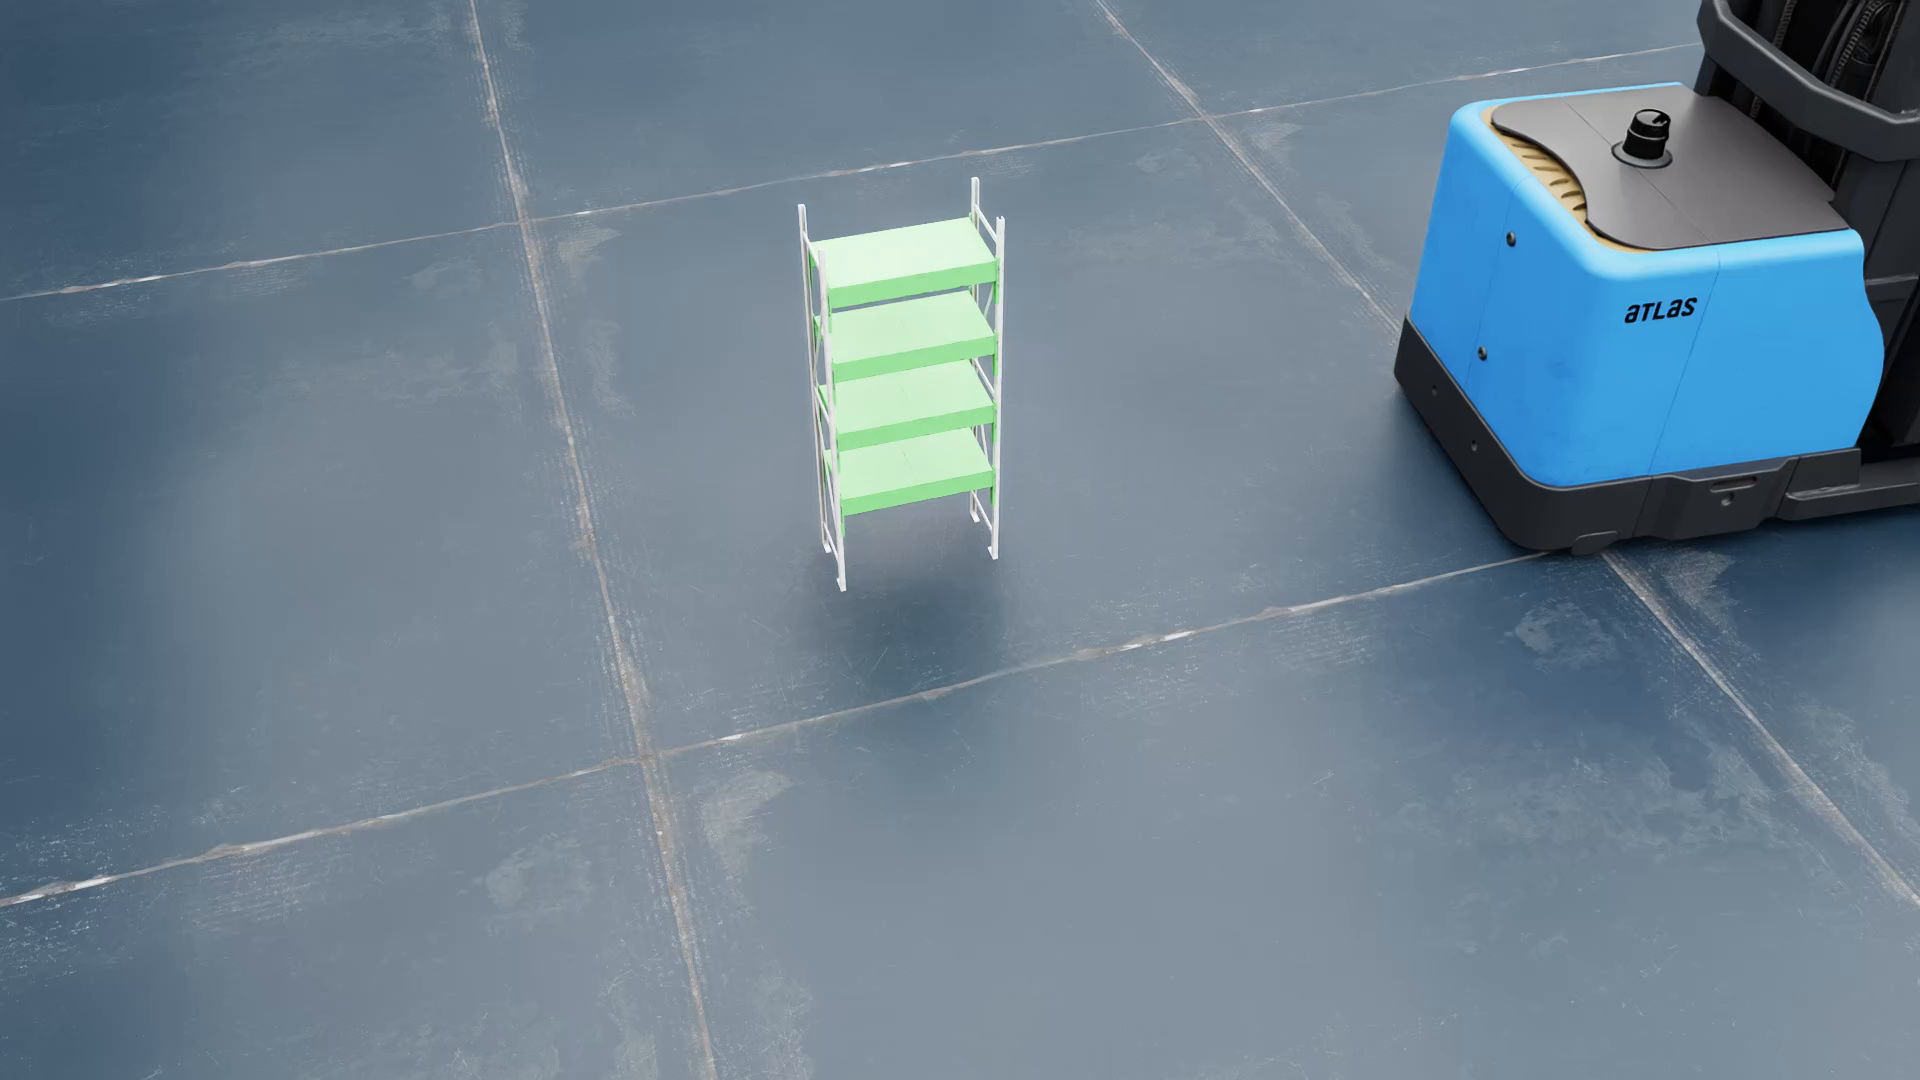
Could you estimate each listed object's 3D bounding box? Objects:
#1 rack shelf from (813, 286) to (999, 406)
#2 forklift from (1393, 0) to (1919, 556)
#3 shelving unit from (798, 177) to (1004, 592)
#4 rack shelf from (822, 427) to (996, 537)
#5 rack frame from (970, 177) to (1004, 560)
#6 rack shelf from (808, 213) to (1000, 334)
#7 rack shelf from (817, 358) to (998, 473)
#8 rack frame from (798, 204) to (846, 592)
[{"bbox_3d":[-0.158,-0.552,4.702,0.480,0.148,0.258,-12,42,-13],"label":"rack shelf"},{"bbox_3d":[3.084,-1.544,4.790,3.031,2.935,1.130,-8,42,-9],"label":"forklift"},{"bbox_3d":[-0.158,-0.419,4.818,0.503,1.200,0.258,-12,42,-13],"label":"shelving unit"},{"bbox_3d":[-0.158,-0.190,5.018,0.480,0.148,0.258,-12,42,-13],"label":"rack shelf"},{"bbox_3d":[0.075,-0.467,4.873,0.015,1.200,0.240,-12,42,-13],"label":"rack frame"},{"bbox_3d":[-0.158,-0.733,4.544,0.480,0.148,0.258,-12,42,-13],"label":"rack shelf"},{"bbox_3d":[-0.158,-0.371,4.860,0.480,0.148,0.258,-12,42,-13],"label":"rack shelf"},{"bbox_3d":[-0.391,-0.371,4.763,0.015,1.200,0.240,-12,42,-13],"label":"rack frame"}]
